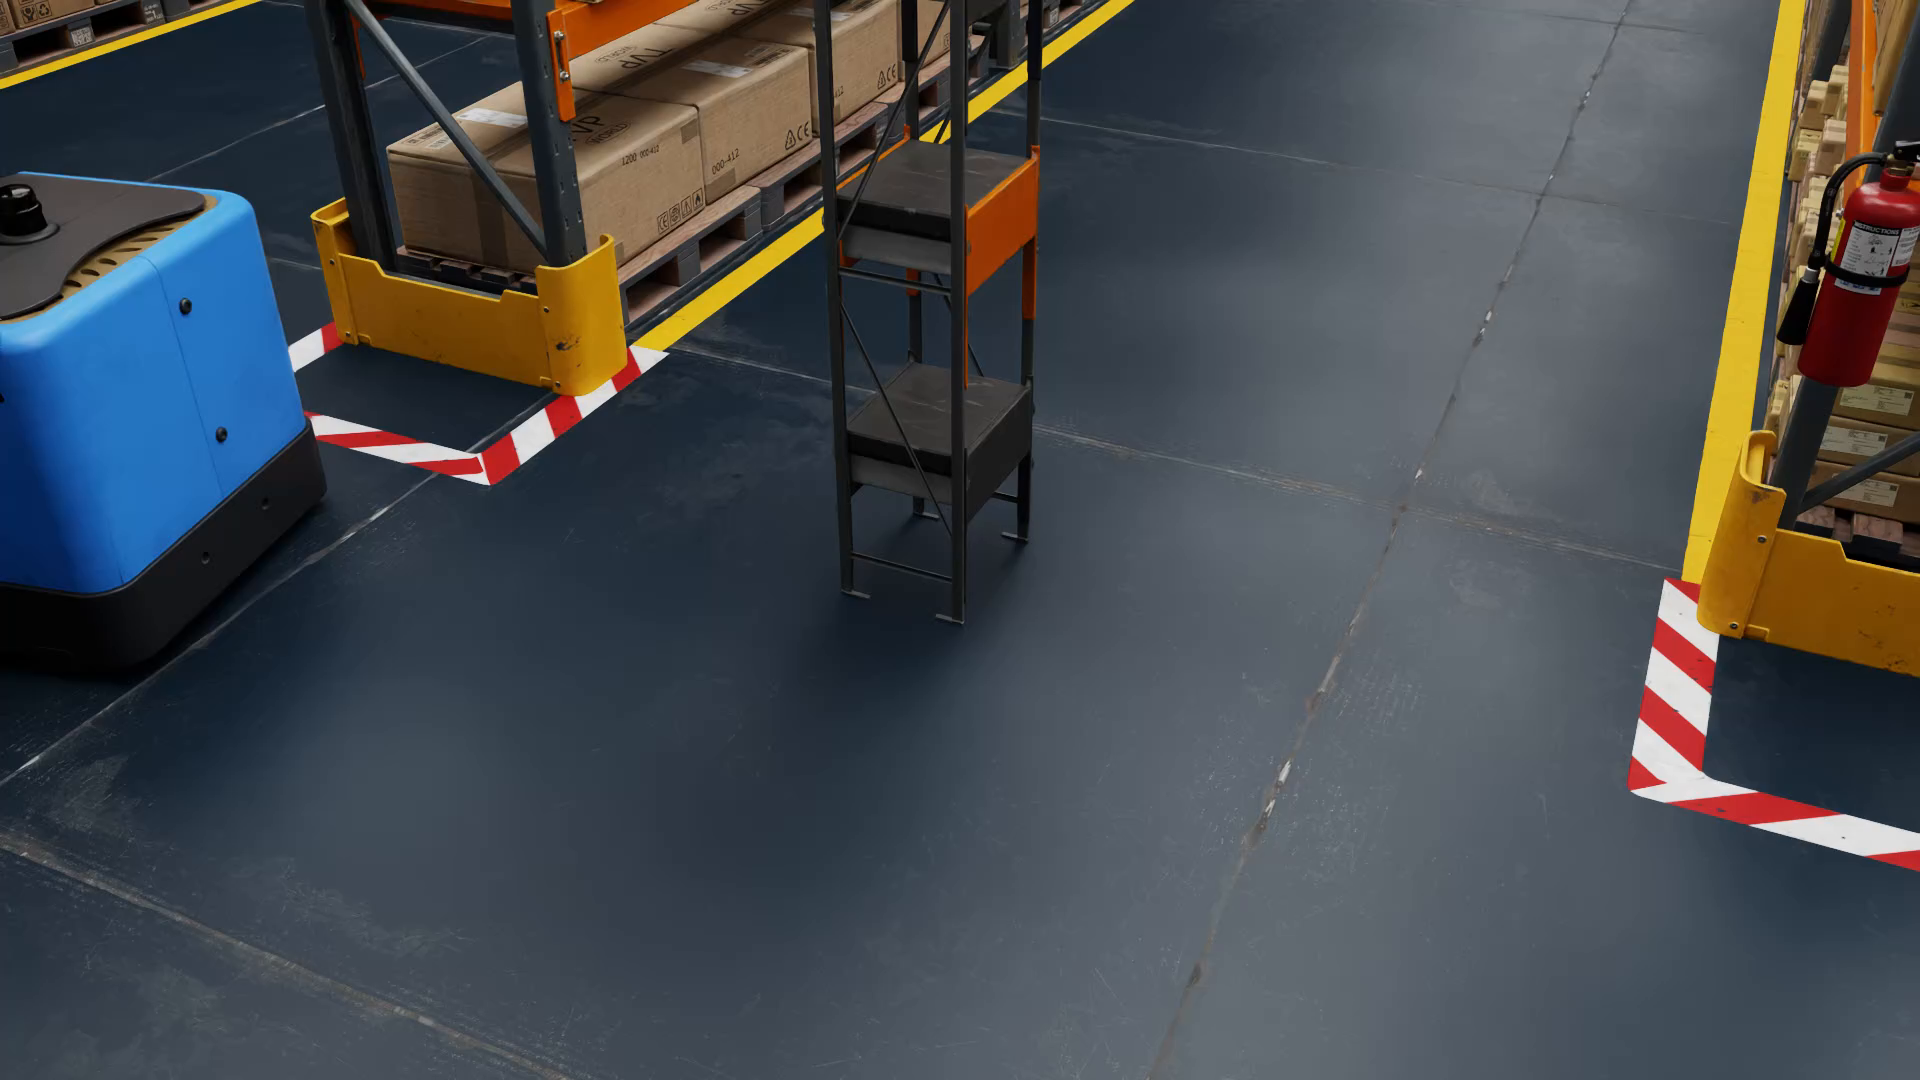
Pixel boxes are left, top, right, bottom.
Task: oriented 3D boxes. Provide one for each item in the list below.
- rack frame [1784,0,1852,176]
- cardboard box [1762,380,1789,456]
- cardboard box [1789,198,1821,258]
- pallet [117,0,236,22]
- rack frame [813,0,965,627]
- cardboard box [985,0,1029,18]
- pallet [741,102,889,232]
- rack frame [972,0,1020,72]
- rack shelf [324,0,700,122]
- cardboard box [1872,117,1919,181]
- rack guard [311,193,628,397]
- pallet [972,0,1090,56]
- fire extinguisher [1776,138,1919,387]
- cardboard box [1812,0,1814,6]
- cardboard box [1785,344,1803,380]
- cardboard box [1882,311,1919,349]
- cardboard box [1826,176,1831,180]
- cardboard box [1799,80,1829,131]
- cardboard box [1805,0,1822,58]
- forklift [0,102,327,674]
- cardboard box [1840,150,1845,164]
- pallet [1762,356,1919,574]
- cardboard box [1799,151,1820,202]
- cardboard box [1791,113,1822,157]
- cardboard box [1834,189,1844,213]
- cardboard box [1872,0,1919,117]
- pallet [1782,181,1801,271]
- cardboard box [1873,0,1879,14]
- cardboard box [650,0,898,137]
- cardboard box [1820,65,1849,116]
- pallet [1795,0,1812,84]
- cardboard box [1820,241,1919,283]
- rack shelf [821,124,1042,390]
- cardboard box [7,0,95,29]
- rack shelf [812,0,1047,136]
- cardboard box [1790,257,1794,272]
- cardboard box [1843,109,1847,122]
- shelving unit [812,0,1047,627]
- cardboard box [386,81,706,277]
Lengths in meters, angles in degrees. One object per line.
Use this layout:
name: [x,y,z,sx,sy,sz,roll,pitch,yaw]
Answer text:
rack frame: [4.391,-2.902,6.940,1.000,3.000,0.127,14,36,20]
cardboard box: [2.764,-0.354,5.272,0.380,0.149,0.250,15,36,22]
cardboard box: [3.314,-1.133,6.188,0.380,0.149,0.250,15,36,21]
pallet: [-4.946,-3.616,10.572,1.003,0.211,1.213,14,36,20]
rack frame: [-0.171,-0.674,4.363,0.400,2.100,0.015,14,36,20]
cardboard box: [0.039,-3.601,9.561,0.875,0.875,0.875,15,36,22]
pallet: [-1.046,-1.850,7.879,1.003,0.211,1.213,14,36,20]
rack frame: [-0.147,-3.987,8.595,1.000,3.000,0.127,14,36,20]
rack shelf: [-0.984,-2.690,7.273,1.077,0.370,4.000,14,36,20]
cardboard box: [2.597,-1.032,4.317,0.380,0.149,0.250,14,36,21]
rack guard: [-1.831,-0.937,6.224,1.175,0.500,0.348,14,36,20]
pallet: [0.107,-3.222,9.972,1.003,0.211,1.213,14,36,20]
fire extinguisher: [2.193,-0.702,3.995,0.296,0.674,0.183,14,36,20]
cardboard box: [5.119,-3.222,9.326,0.500,0.500,0.500,13,36,19]
cardboard box: [2.895,-0.605,5.383,0.380,0.149,0.250,13,35,19]
cardboard box: [2.866,-0.575,5.066,0.380,0.149,0.250,15,36,21]
cardboard box: [3.603,-1.361,6.535,0.380,0.149,0.250,16,36,23]
cardboard box: [3.949,-1.902,7.361,0.380,0.149,0.250,16,36,23]
cardboard box: [4.687,-2.714,8.550,0.500,0.500,0.500,13,36,19]
forklift: [-3.613,-1.272,4.516,3.031,2.935,1.130,7,34,11]
cardboard box: [3.520,-1.351,6.250,0.380,0.149,0.250,13,35,19]
pallet: [3.121,-0.178,5.329,1.003,0.211,1.213,14,36,20]
cardboard box: [3.779,-1.509,7.033,0.380,0.149,0.250,14,36,20]
cardboard box: [3.947,-1.777,7.442,0.380,0.149,0.250,13,35,18]
cardboard box: [3.298,-1.100,5.867,0.380,0.149,0.250,13,35,19]
cardboard box: [2.672,-1.359,4.224,0.500,0.500,0.500,15,36,21]
pallet: [4.142,-1.393,7.182,1.003,0.211,1.213,14,36,20]
cardboard box: [3.095,-1.869,5.002,0.500,0.500,0.500,14,36,21]
cardboard box: [-0.882,-2.357,8.063,0.875,0.438,0.875,13,35,19]
cardboard box: [3.890,-1.886,7.066,0.380,0.149,0.250,16,36,23]
pallet: [5.224,-2.733,9.226,1.003,0.211,1.213,14,36,20]
cardboard box: [3.025,-0.848,5.482,0.380,0.149,0.250,13,35,19]
rack shelf: [-0.069,-0.784,4.556,0.431,0.518,0.480,14,36,20]
cardboard box: [-5.284,-3.202,9.294,0.500,0.500,0.500,15,36,21]
rack shelf: [-0.069,-1.370,4.172,0.431,0.518,0.480,14,36,20]
cardboard box: [3.441,-1.122,6.442,0.380,0.149,0.250,13,35,19]
cardboard box: [3.740,-1.614,6.650,0.380,0.149,0.250,13,36,19]
shelving unit: [-0.069,-0.796,4.549,0.431,2.100,0.503,14,36,20]
cardboard box: [-1.636,-1.451,6.680,0.875,0.438,0.875,13,35,19]
